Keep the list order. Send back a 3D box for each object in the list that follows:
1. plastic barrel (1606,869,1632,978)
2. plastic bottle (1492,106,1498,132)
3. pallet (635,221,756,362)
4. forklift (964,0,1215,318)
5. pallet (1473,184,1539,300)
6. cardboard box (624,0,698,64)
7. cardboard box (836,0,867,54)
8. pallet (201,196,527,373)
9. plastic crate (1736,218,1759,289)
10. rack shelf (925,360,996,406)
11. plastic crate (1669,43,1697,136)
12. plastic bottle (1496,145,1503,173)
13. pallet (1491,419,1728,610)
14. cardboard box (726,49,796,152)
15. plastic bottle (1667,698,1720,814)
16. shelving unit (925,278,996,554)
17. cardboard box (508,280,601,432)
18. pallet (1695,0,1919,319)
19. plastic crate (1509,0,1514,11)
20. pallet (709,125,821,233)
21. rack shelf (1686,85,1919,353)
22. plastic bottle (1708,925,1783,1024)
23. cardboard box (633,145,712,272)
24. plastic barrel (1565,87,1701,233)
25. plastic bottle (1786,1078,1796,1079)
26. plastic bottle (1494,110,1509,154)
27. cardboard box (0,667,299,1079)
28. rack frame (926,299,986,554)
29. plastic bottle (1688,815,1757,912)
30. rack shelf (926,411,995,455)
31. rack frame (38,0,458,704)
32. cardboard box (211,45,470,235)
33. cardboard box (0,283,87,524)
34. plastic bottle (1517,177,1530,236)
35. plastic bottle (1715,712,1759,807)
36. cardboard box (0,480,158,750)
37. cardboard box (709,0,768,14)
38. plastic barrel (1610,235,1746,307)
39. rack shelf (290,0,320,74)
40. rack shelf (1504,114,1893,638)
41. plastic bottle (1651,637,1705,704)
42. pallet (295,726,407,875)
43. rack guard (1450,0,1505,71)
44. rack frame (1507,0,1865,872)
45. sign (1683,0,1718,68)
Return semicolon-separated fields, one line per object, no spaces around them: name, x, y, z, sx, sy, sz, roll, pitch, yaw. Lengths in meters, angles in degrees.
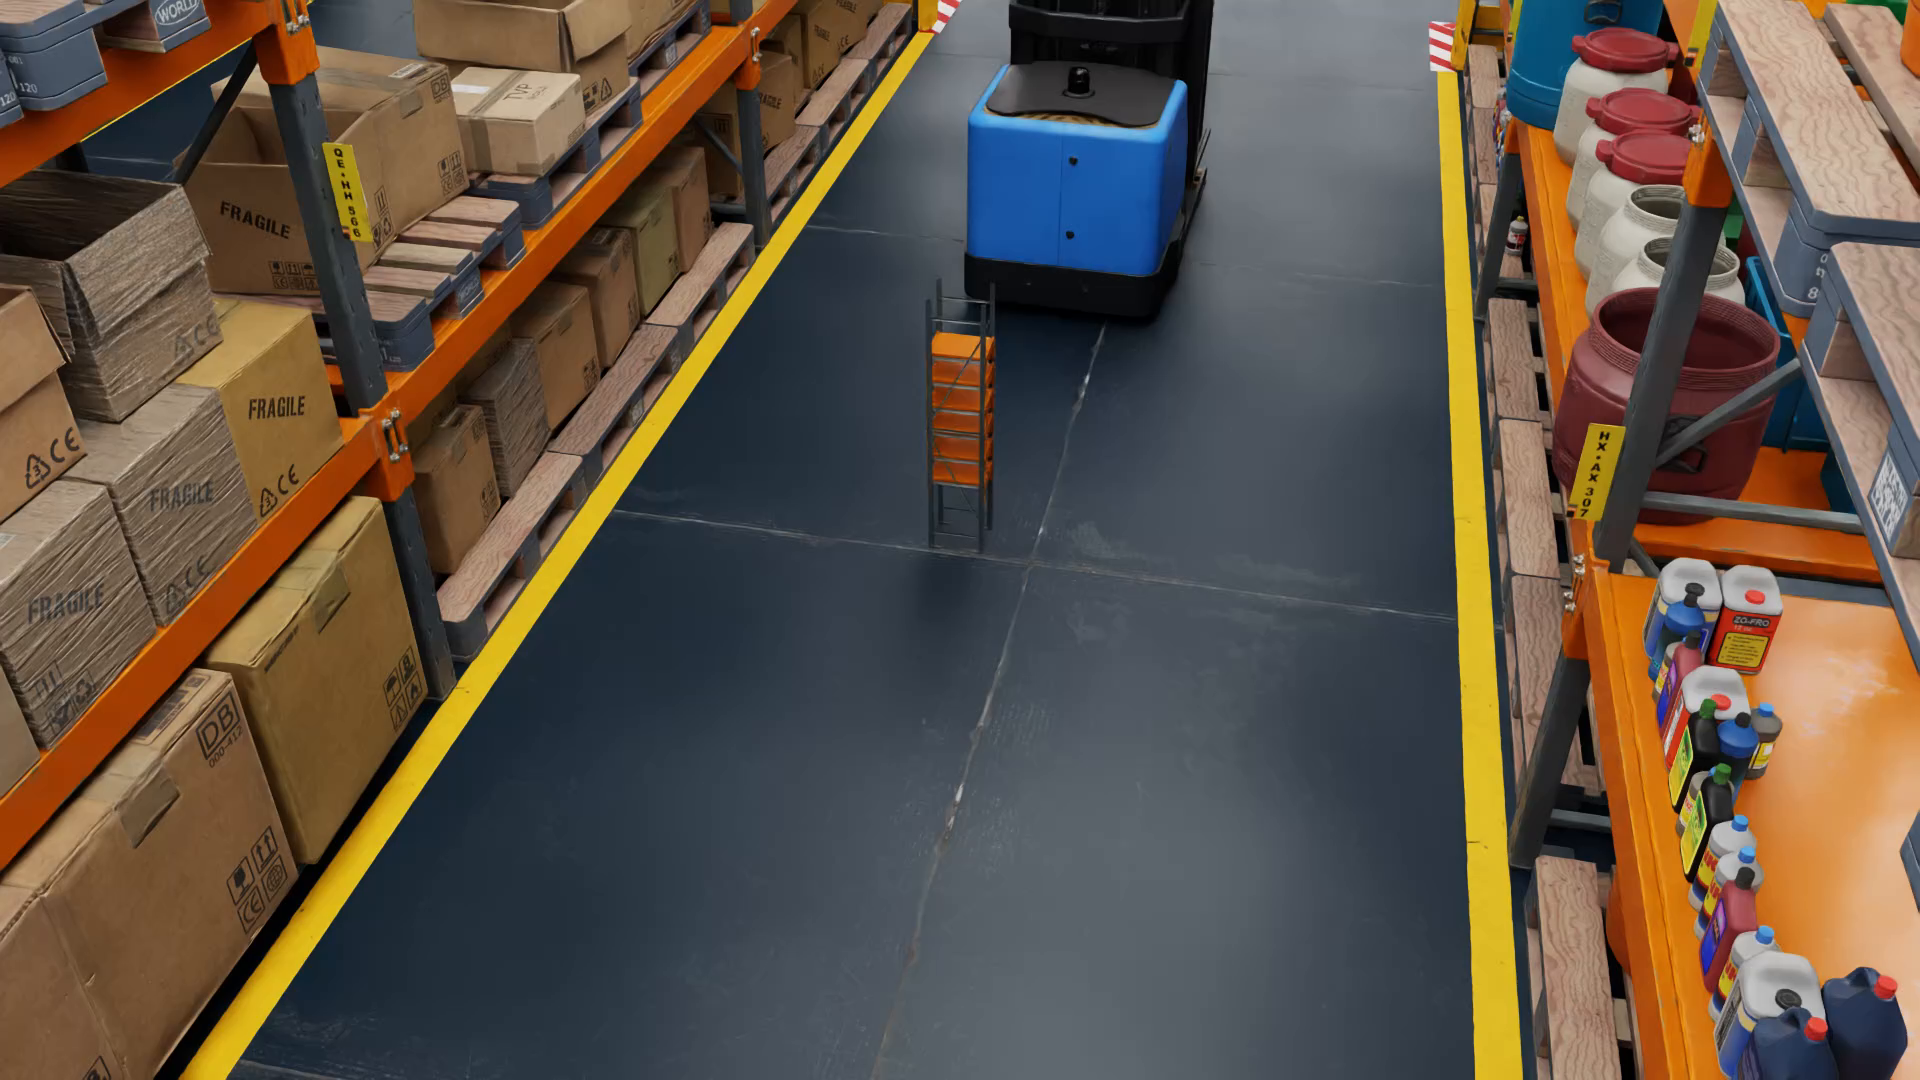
plastic barrel;2.293;0.928;4.905;0.600;0.830;0.708;7;37;10
plastic bottle;3.376;-2.635;10.339;0.097;0.201;0.097;0;36;0
pallet;-1.768;-1.401;9.004;1.003;0.211;1.213;7;37;10
forklift;0.884;-3.221;9.196;1.130;2.935;3.031;9;37;12
pallet;3.420;-1.607;9.287;1.003;0.211;1.213;7;37;10
cardboard box;-1.910;-2.952;7.898;1.000;1.000;1.000;8;37;10
cardboard box;-0.993;-3.725;11.606;0.500;0.500;0.500;17;39;22
pallet;-2.409;-1.028;6.276;1.213;0.211;1.003;7;37;10
plastic crate;3.025;-0.977;5.987;0.402;0.464;0.583;7;37;10
rack shelf;0.003;-0.652;6.795;0.258;0.103;0.180;7;37;10
plastic crate;3.431;-2.066;7.490;0.402;0.464;0.583;7;37;10
plastic bottle;3.239;-2.266;9.830;0.097;0.201;0.097;0;36;0
pallet;2.847;-0.071;7.167;1.003;0.211;1.213;7;37;10
cardboard box;-1.364;-2.689;10.176;0.500;0.500;0.500;19;40;24
plastic bottle;1.801;0.528;4.065;0.061;0.283;0.133;7;37;10
shelving unit;0.003;-0.494;6.909;0.258;1.200;0.189;7;37;10
cardboard box;-2.114;-0.882;7.666;0.700;0.500;0.500;10;37;14
pallet;2.122;-0.775;3.368;1.003;0.211;1.213;7;37;10
plastic crate;3.207;-2.965;8.911;0.499;0.251;0.616;7;37;10
pallet;-1.494;-2.237;10.157;1.003;0.211;1.213;7;37;10
rack shelf;1.954;0.160;2.530;1.077;0.370;4.000;7;37;10
plastic bottle;1.675;0.922;3.532;0.097;0.271;0.097;0;36;0
cardboard box;-1.755;-1.794;8.924;0.700;0.500;0.500;5;36;6
plastic barrel;2.660;-1.470;6.606;0.433;0.535;0.433;0;36;0
plastic bottle;1.564;1.164;3.187;0.061;0.283;0.133;7;37;10
plastic bottle;3.304;-2.469;10.050;0.097;0.271;0.097;0;36;0
cardboard box;-2.823;0.910;4.892;1.225;0.875;0.875;7;37;10
rack frame;-0.016;-0.442;6.837;0.240;1.200;0.006;7;37;10
plastic bottle;1.745;0.734;3.791;0.097;0.271;0.097;0;36;0
rack shelf;0.003;-0.458;6.935;0.258;0.103;0.180;7;37;10
rack frame;-2.457;-0.684;5.638;1.000;3.000;0.127;7;37;10
cardboard box;-2.360;-1.542;6.378;0.700;0.500;0.500;13;38;17
cardboard box;-2.771;-0.340;4.223;0.797;0.503;0.637;8;37;11
plastic bottle;3.092;-1.867;9.152;0.144;0.351;0.185;6;36;9
plastic bottle;1.882;0.533;4.069;0.097;0.271;0.097;0;36;0
cardboard box;-2.541;0.173;4.370;0.500;0.500;0.500;6;36;8
cardboard box;-1.263;-2.961;8.993;0.380;0.149;0.250;7;37;10
plastic barrel;2.392;-0.725;5.599;0.421;0.512;0.421;0;36;0
rack shelf;-2.030;-2.754;6.550;1.077;0.370;4.000;7;37;10
rack shelf;2.808;-0.918;6.574;1.077;0.370;4.000;7;37;10
plastic bottle;1.901;0.344;4.389;0.097;0.201;0.097;0;36;0
pallet;-2.699;0.888;5.845;1.003;0.211;1.213;7;37;10
rack guard;4.120;-3.588;11.774;1.175;0.500;0.348;7;37;10
rack frame;2.381;-0.063;4.781;1.000;3.000;0.127;7;37;10
sign;1.842;-1.300;4.021;0.100;0.325;0.005;7;37;10
